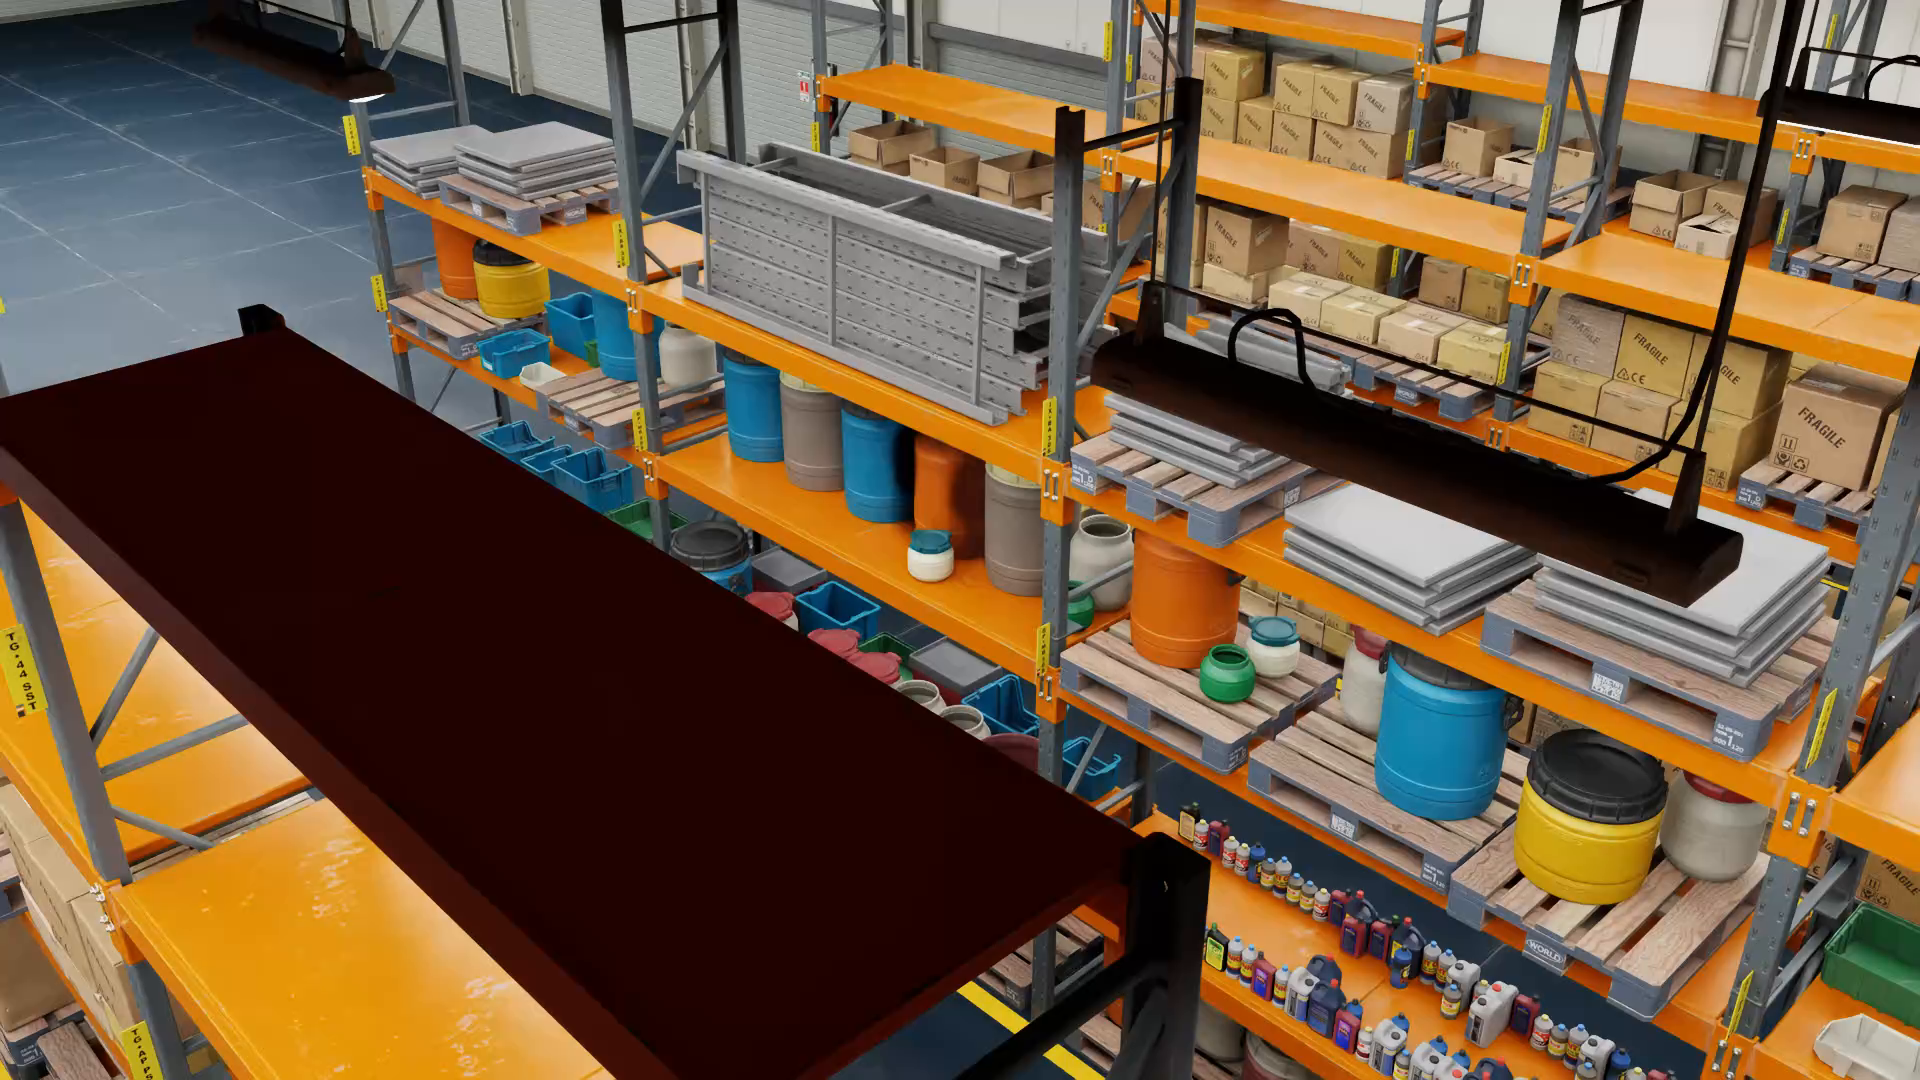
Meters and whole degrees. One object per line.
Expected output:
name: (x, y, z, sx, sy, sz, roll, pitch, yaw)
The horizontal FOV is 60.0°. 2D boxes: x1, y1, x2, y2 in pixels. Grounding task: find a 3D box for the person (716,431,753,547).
person: (-2.221, -0.680, 16.511, 0.329, 1.658, 0.506, -16, 32, -27)
